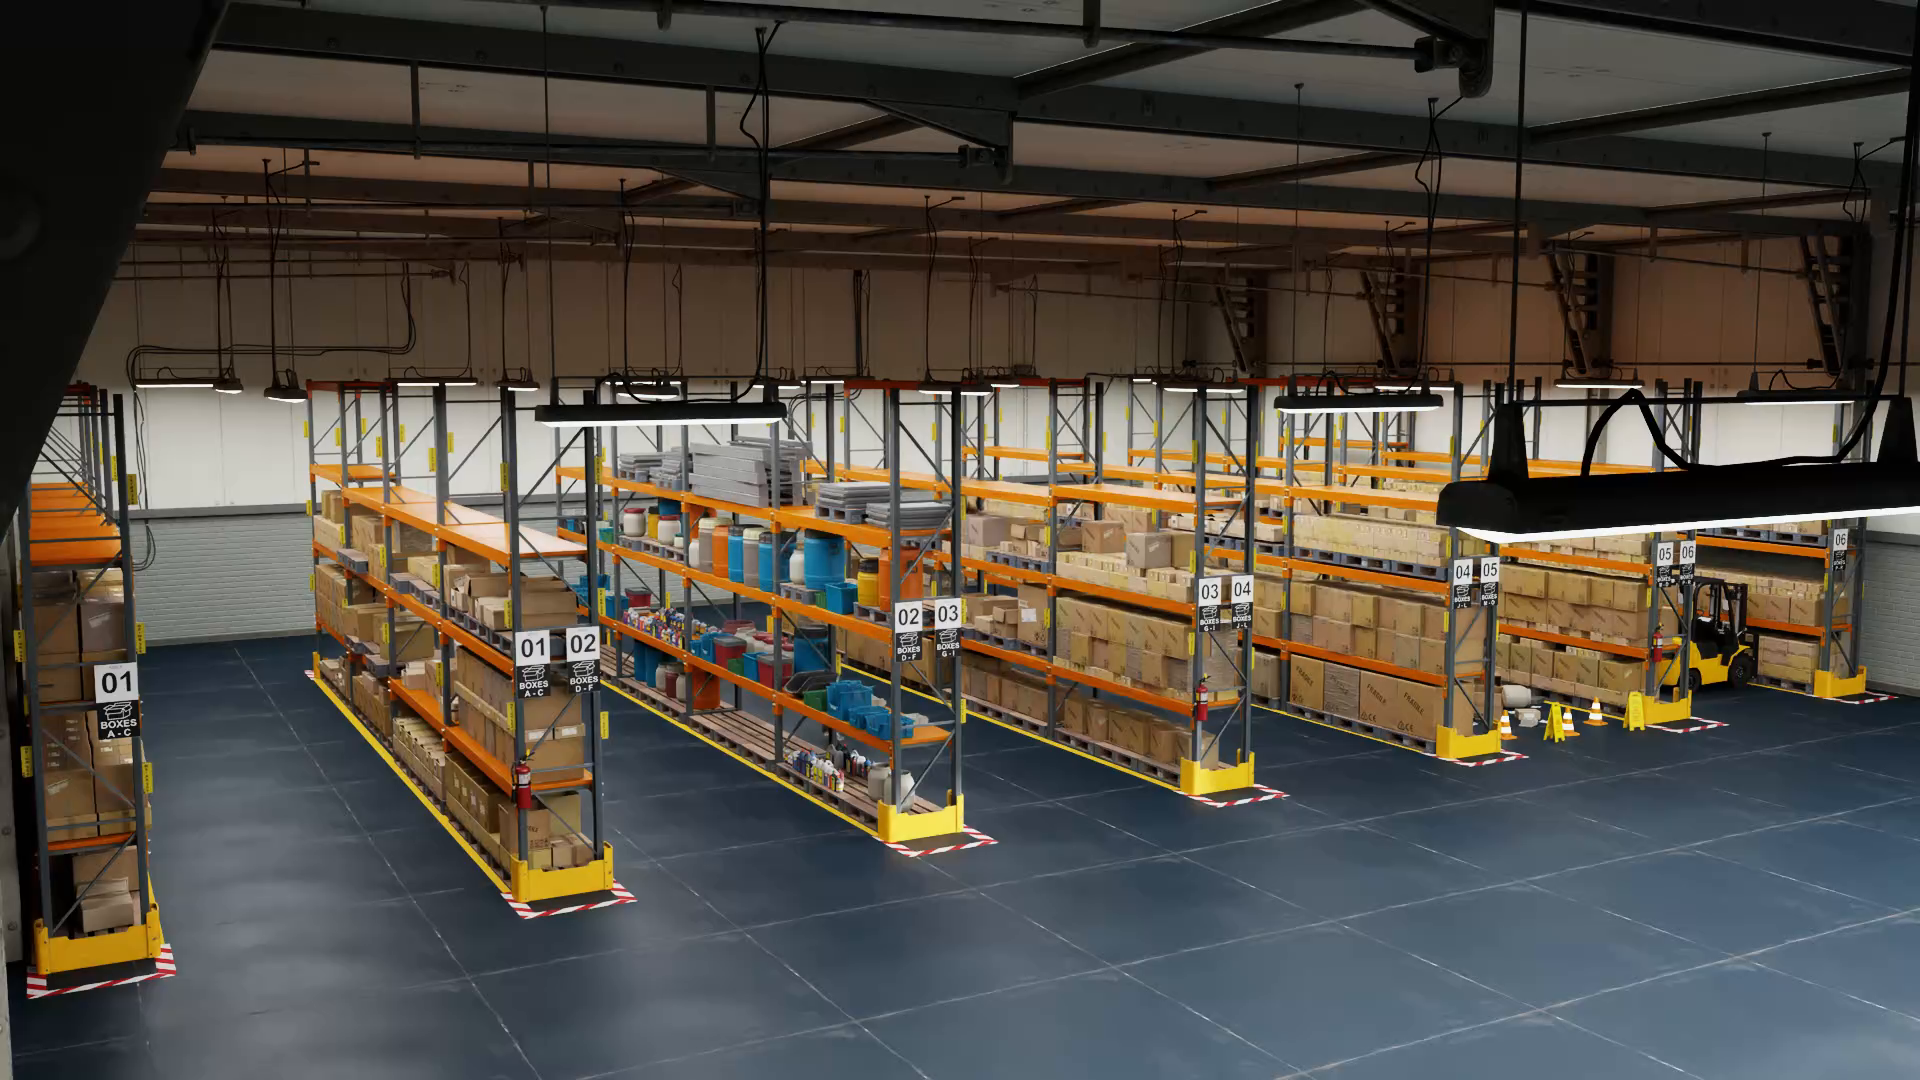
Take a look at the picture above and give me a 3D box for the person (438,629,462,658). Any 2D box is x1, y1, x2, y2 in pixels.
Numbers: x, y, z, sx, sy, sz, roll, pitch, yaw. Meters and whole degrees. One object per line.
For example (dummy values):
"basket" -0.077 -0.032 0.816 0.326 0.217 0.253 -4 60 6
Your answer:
"person" -10.115 1.948 33.020 0.517 1.747 1.004 -5 8 -37

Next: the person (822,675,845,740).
"person" -2.145 2.549 27.954 0.347 1.579 0.493 -2 6 -15
